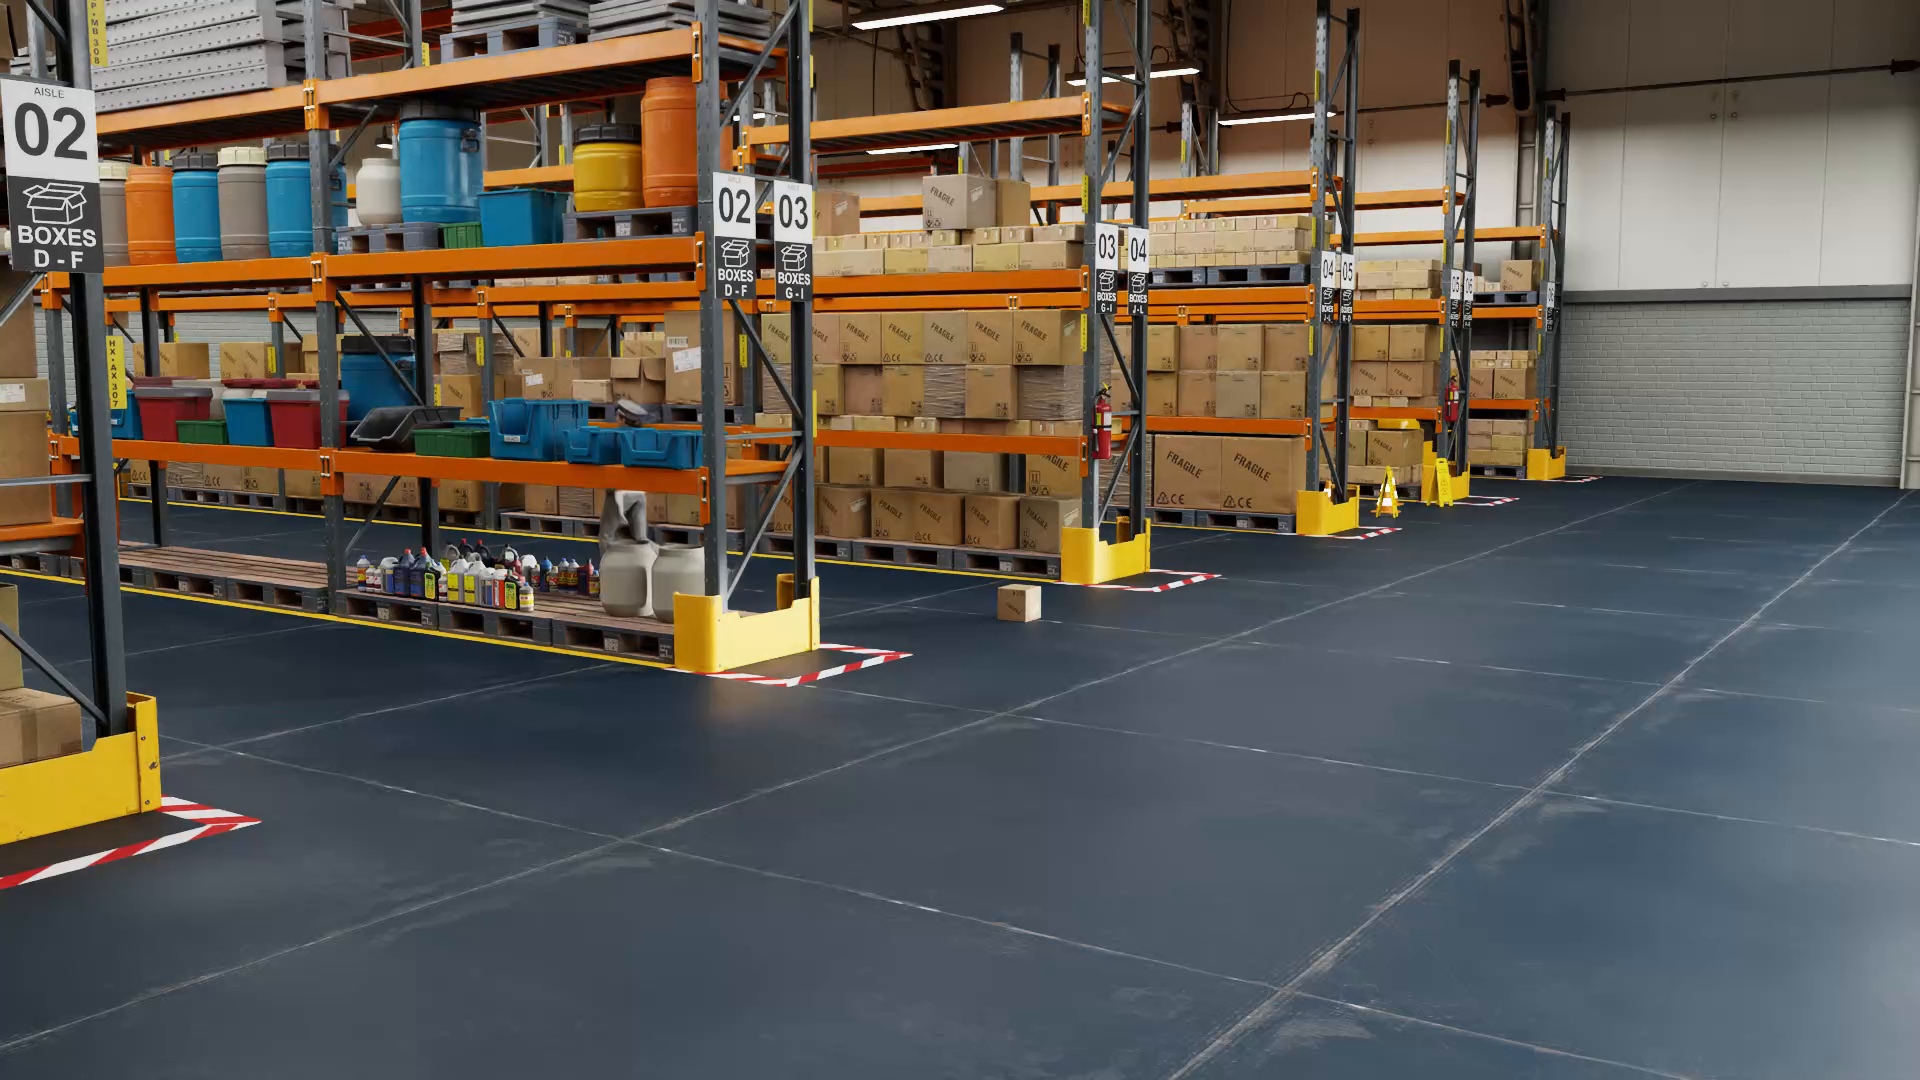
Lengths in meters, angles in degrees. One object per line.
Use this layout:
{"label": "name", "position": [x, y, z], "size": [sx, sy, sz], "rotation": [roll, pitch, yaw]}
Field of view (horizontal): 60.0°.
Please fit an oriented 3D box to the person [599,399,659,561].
{"label": "person", "position": [-2.779, -0.367, 14.047], "size": [0.884, 1.652, 0.484], "rotation": [4, 8, 32]}
